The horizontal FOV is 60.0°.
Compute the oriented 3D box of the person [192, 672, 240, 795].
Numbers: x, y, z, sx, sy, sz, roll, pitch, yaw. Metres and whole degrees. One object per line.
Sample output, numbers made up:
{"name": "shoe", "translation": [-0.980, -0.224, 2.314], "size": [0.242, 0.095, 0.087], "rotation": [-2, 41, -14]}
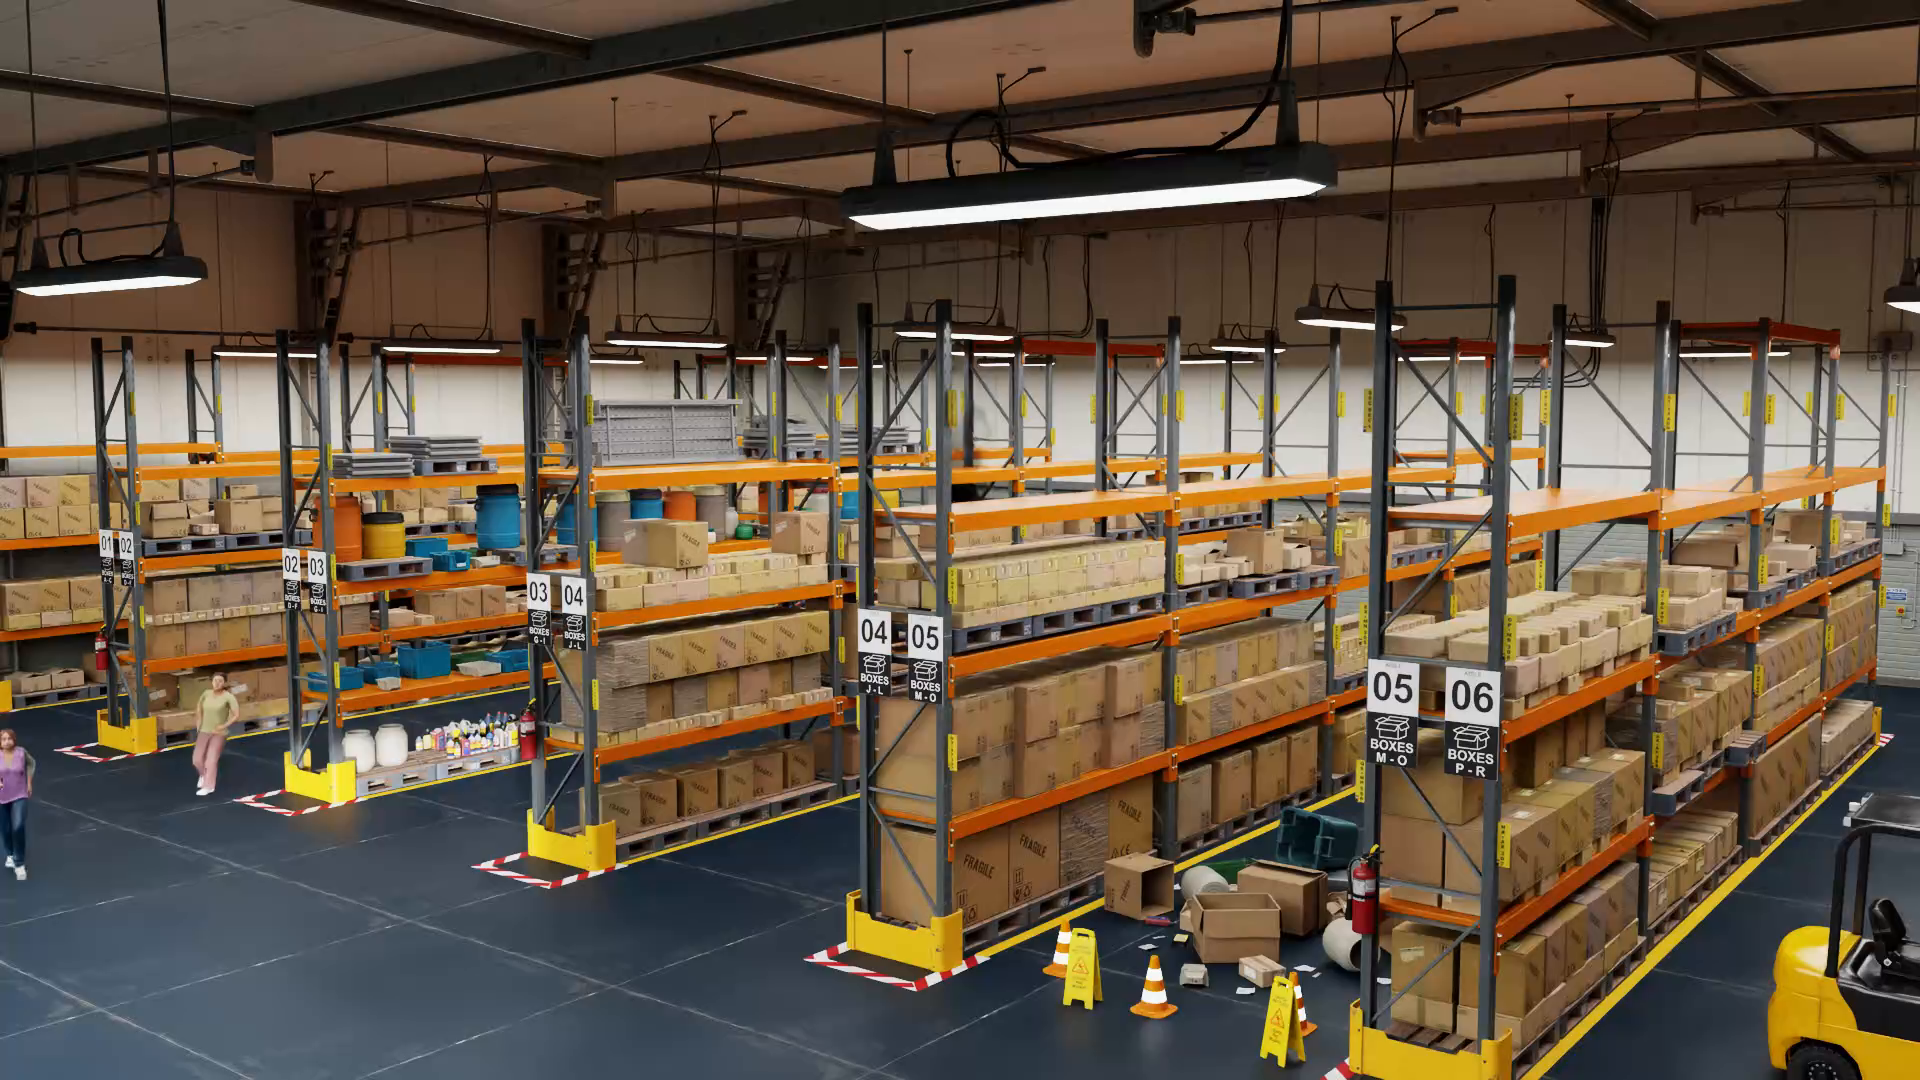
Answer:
{"name": "person", "translation": [-9.605, 2.493, 21.472], "size": [0.633, 1.612, 0.514], "rotation": [0, 5, -2]}

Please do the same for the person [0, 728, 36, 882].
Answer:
{"name": "person", "translation": [-10.209, 2.835, 17.851], "size": [0.522, 1.617, 0.722], "rotation": [-3, 6, -27]}
